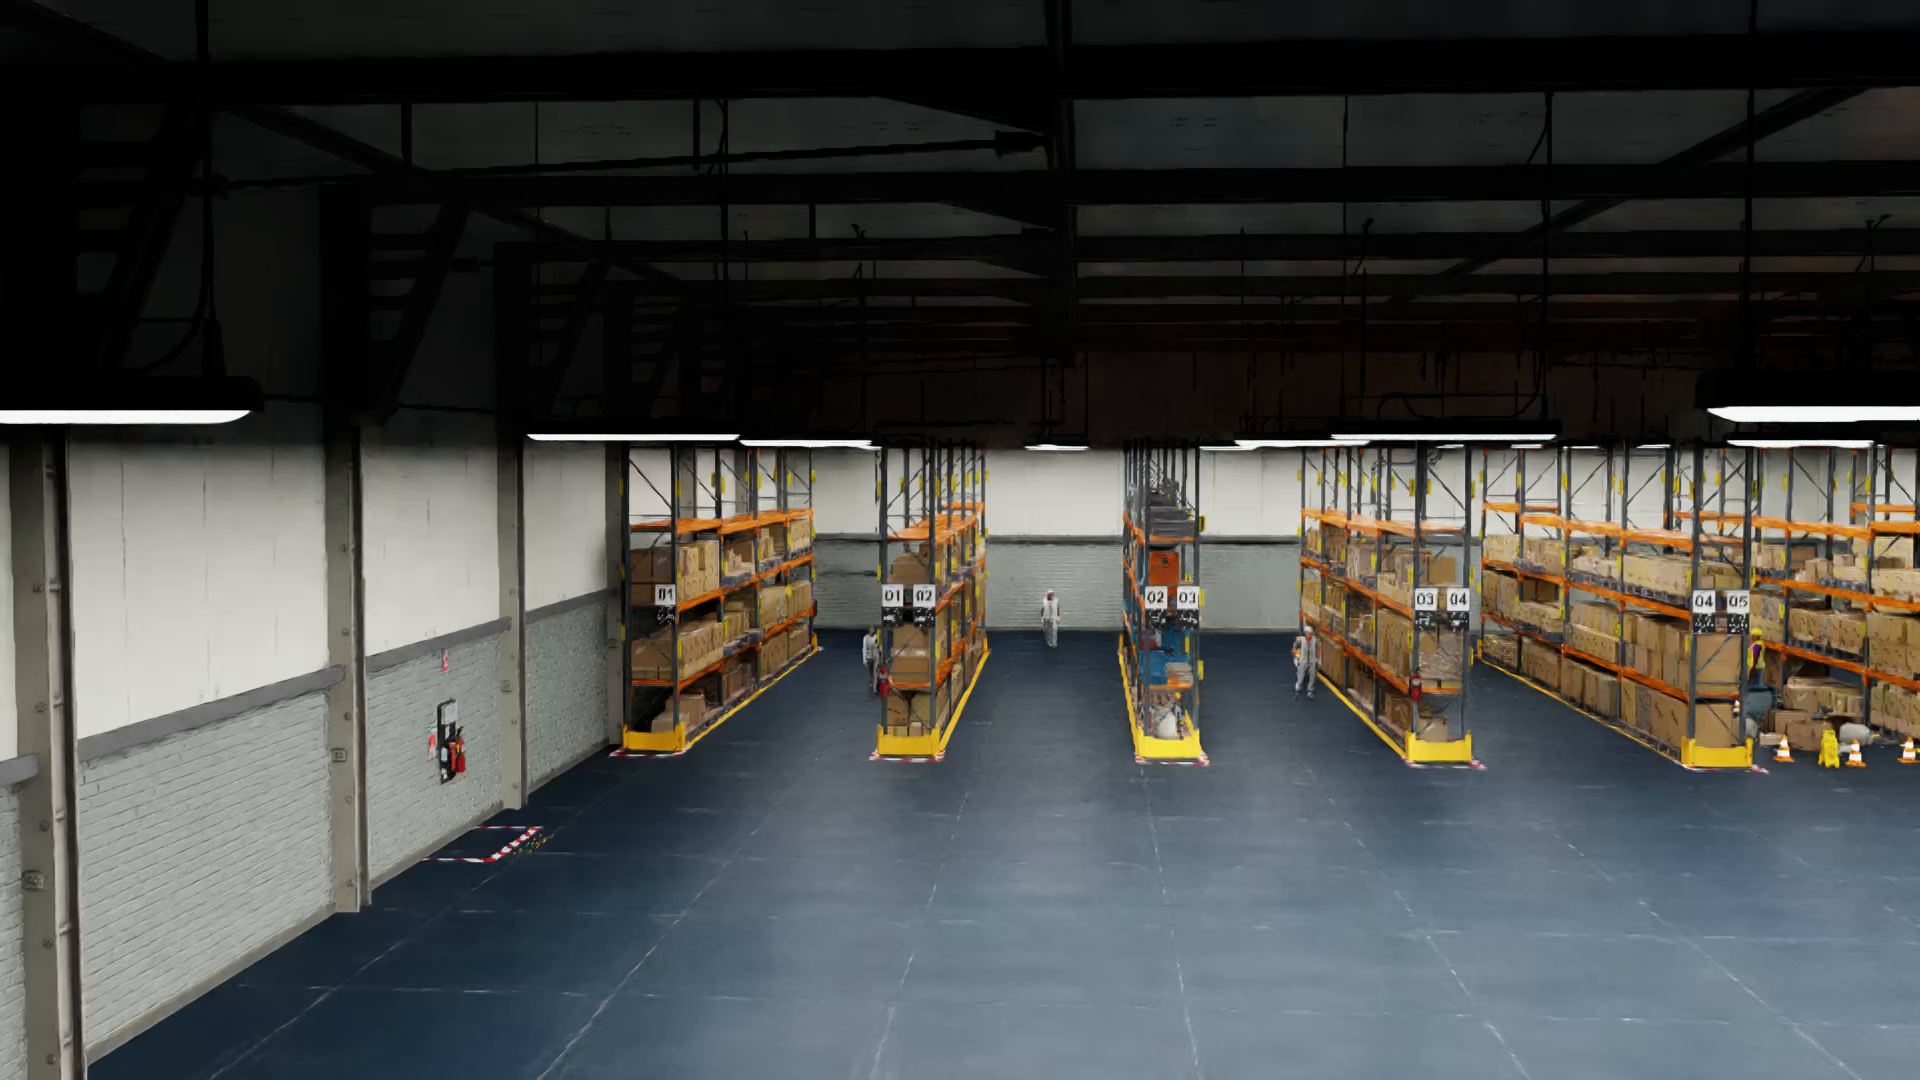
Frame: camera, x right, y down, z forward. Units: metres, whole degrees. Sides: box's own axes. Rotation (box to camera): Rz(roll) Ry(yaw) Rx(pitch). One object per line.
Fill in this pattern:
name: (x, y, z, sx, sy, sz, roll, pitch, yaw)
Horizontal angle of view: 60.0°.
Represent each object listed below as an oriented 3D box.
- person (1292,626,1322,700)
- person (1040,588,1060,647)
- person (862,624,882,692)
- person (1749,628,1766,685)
person: (7.971, 2.818, 38.181, 0.677, 1.742, 0.552, 0, 3, 3)
person: (2.628, 2.259, 48.607, 0.566, 1.706, 1.122, 0, 3, 7)
person: (-2.092, 2.786, 39.674, 0.495, 1.589, 1.086, 0, 3, 6)
person: (17.711, 2.844, 37.079, 0.587, 1.763, 0.677, 2, 3, 29)
